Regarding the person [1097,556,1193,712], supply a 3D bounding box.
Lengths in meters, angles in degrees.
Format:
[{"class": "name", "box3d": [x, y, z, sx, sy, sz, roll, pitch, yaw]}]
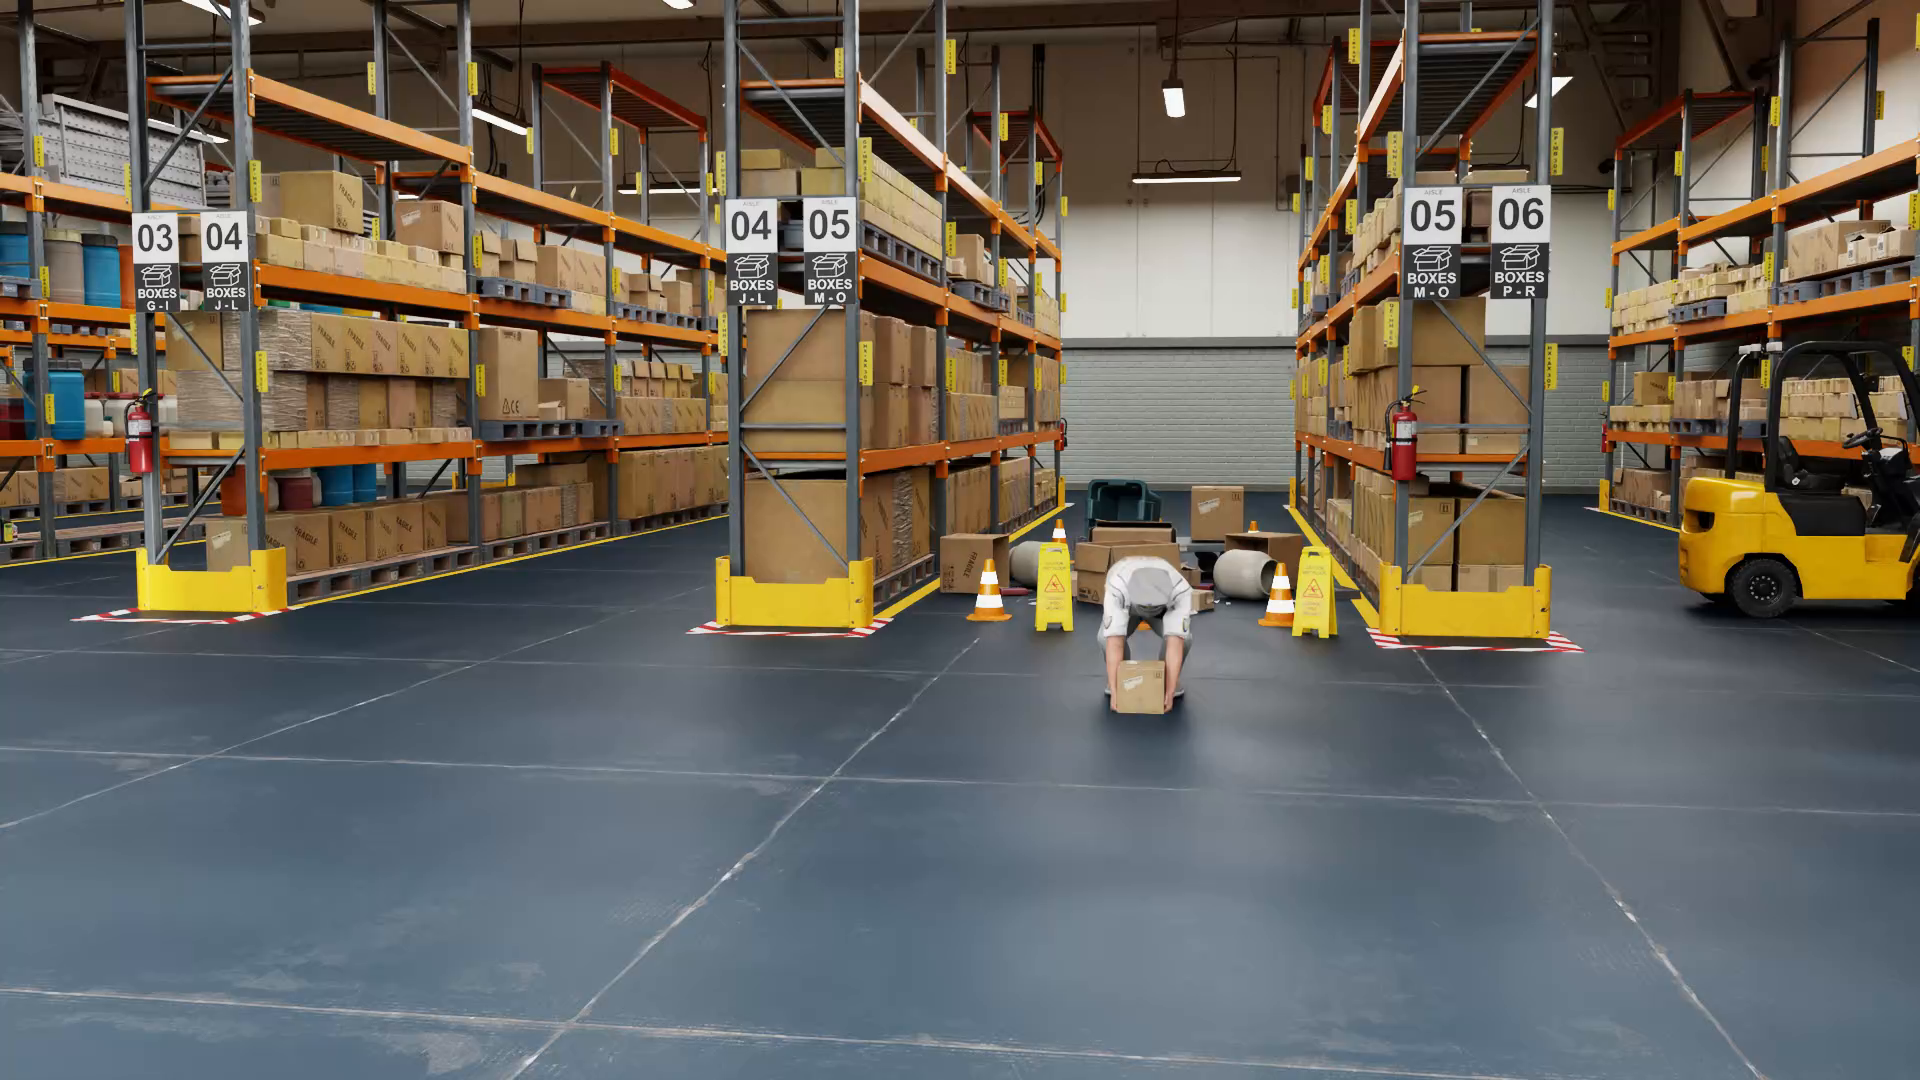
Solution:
[{"class": "person", "box3d": [1.035, 0.512, 9.308, 0.530, 0.815, 1.029, 1, 4, 7]}]
